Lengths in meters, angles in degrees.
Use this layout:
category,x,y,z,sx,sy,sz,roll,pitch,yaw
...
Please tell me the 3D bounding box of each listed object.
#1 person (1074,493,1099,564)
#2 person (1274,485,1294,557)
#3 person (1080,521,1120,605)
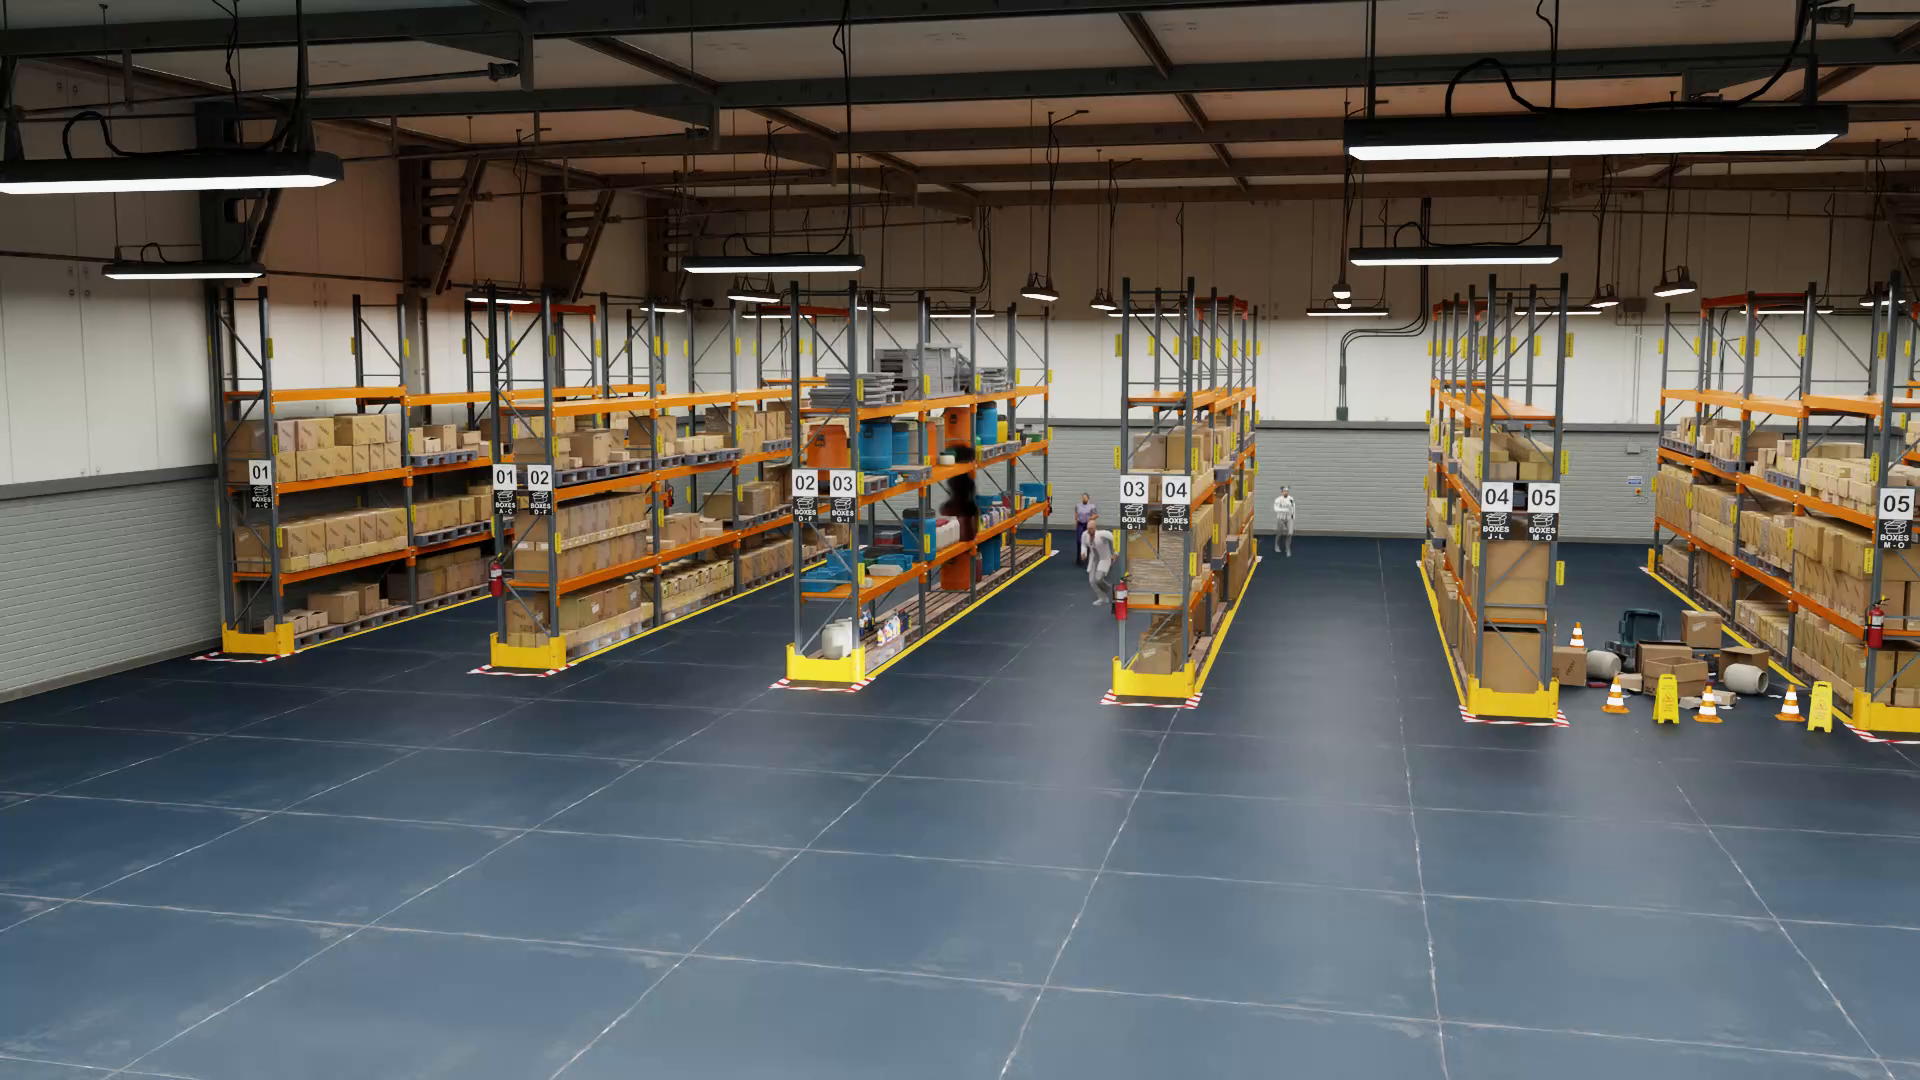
category,x,y,z,sx,sy,sz,roll,pitch,yaw
person,2.945,-0.257,38.876,0.597,1.671,0.710,1,7,9
person,7.864,-0.459,40.315,0.587,1.731,0.831,-1,7,-7
person,2.565,0.425,30.534,0.740,1.608,0.810,4,8,30
